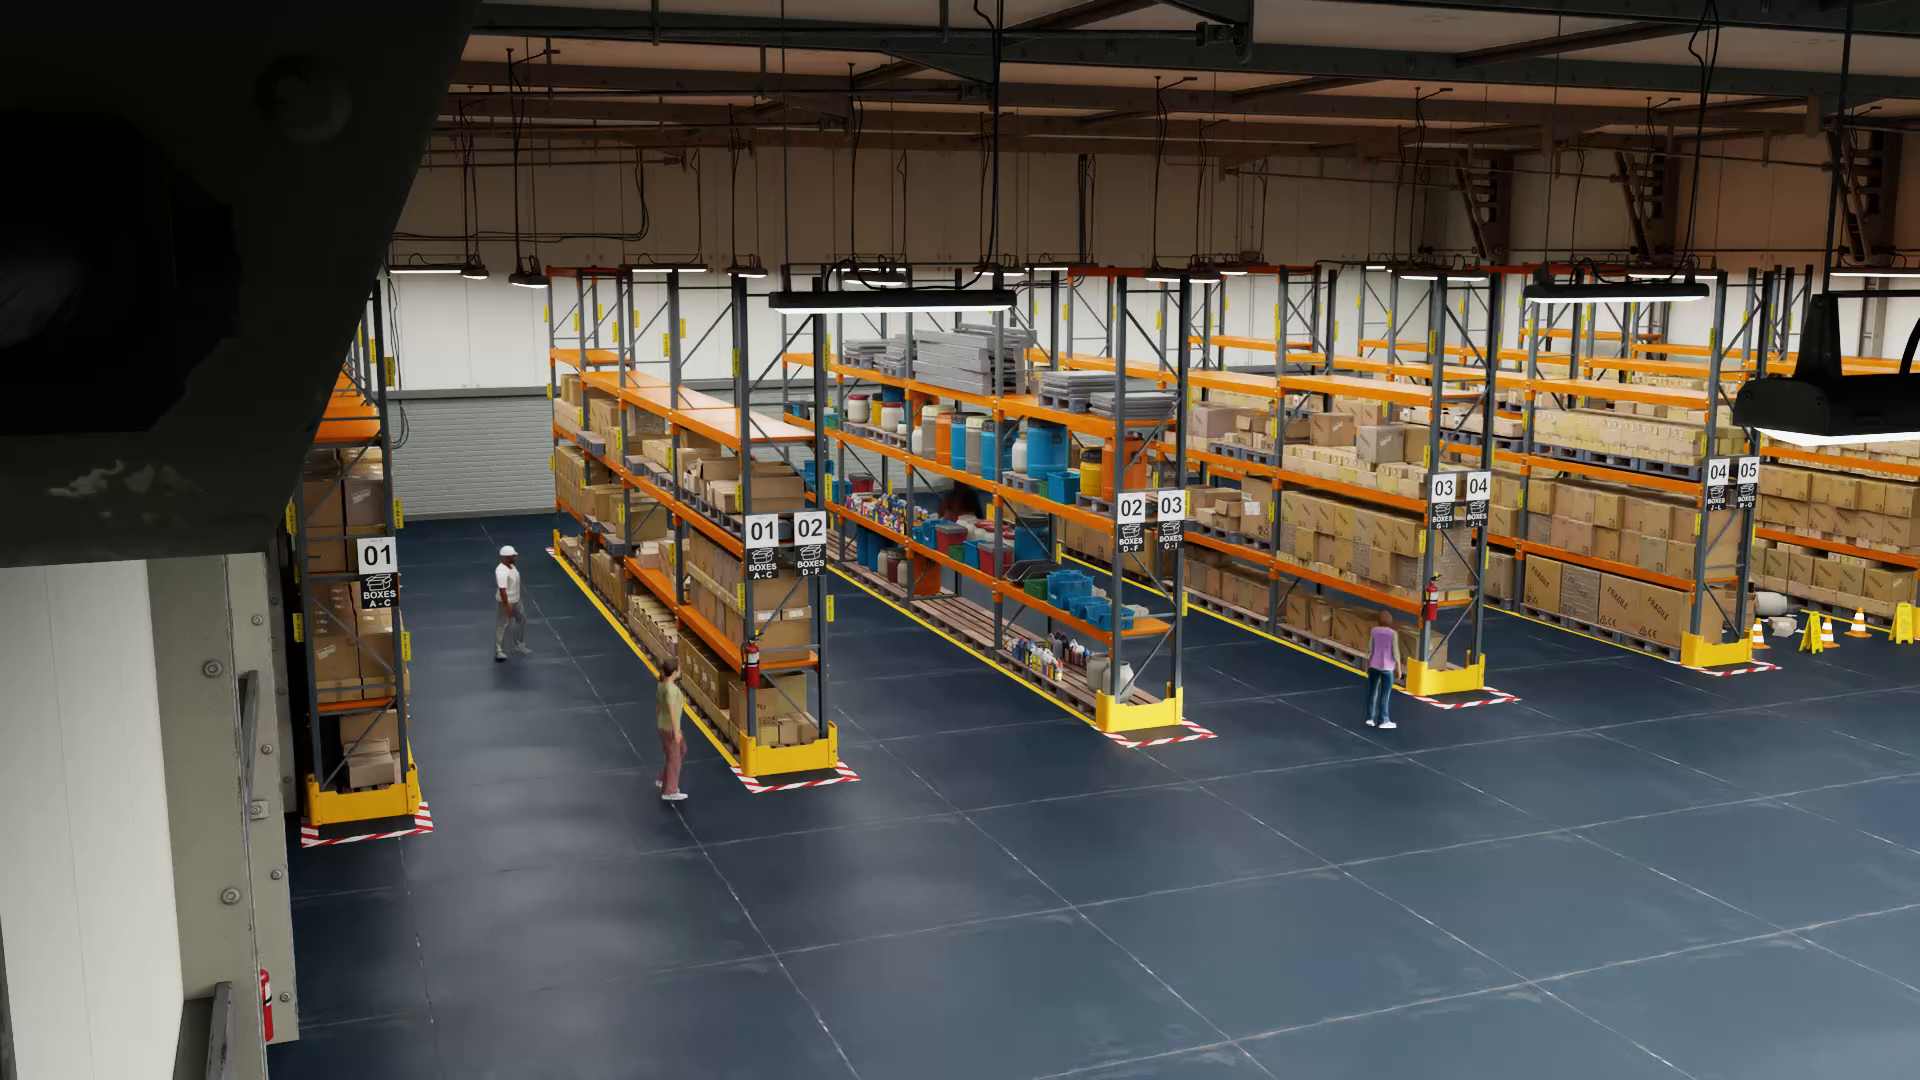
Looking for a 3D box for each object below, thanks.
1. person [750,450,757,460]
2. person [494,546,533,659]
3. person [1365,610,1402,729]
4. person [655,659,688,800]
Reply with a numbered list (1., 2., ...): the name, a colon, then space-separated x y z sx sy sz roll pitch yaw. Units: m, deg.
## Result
1. person: -5.091 -1.387 39.630 0.519 1.767 0.510 4 11 20
2. person: -7.068 0.974 26.063 0.451 1.809 0.674 2 10 11
3. person: 5.641 1.753 22.196 0.505 1.660 0.332 8 13 38
4. person: -3.349 2.197 19.312 0.380 1.670 0.578 -3 10 -16
